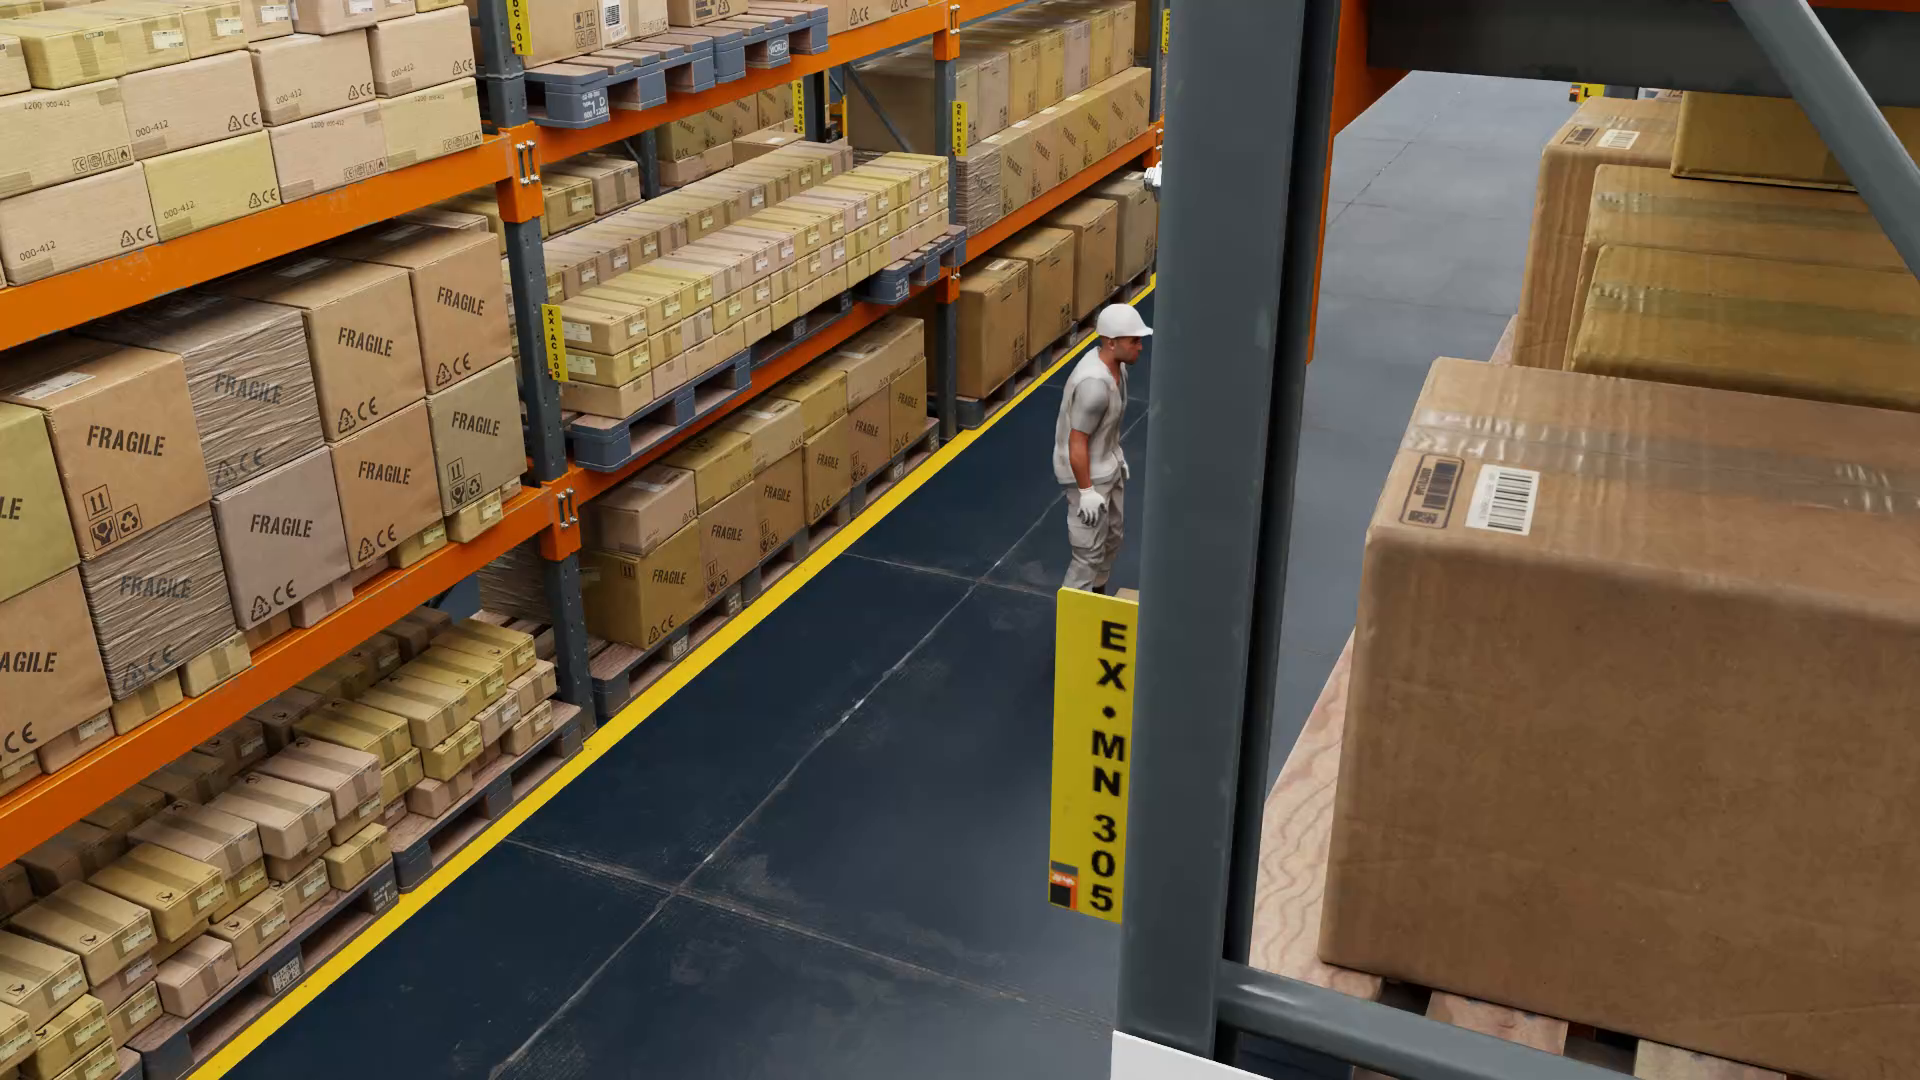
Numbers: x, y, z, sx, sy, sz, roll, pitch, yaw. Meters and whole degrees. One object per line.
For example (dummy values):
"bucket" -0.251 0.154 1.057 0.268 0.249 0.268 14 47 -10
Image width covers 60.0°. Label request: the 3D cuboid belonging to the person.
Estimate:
"person" 0.697 -0.308 8.230 0.449 1.779 0.619 10 28 19
